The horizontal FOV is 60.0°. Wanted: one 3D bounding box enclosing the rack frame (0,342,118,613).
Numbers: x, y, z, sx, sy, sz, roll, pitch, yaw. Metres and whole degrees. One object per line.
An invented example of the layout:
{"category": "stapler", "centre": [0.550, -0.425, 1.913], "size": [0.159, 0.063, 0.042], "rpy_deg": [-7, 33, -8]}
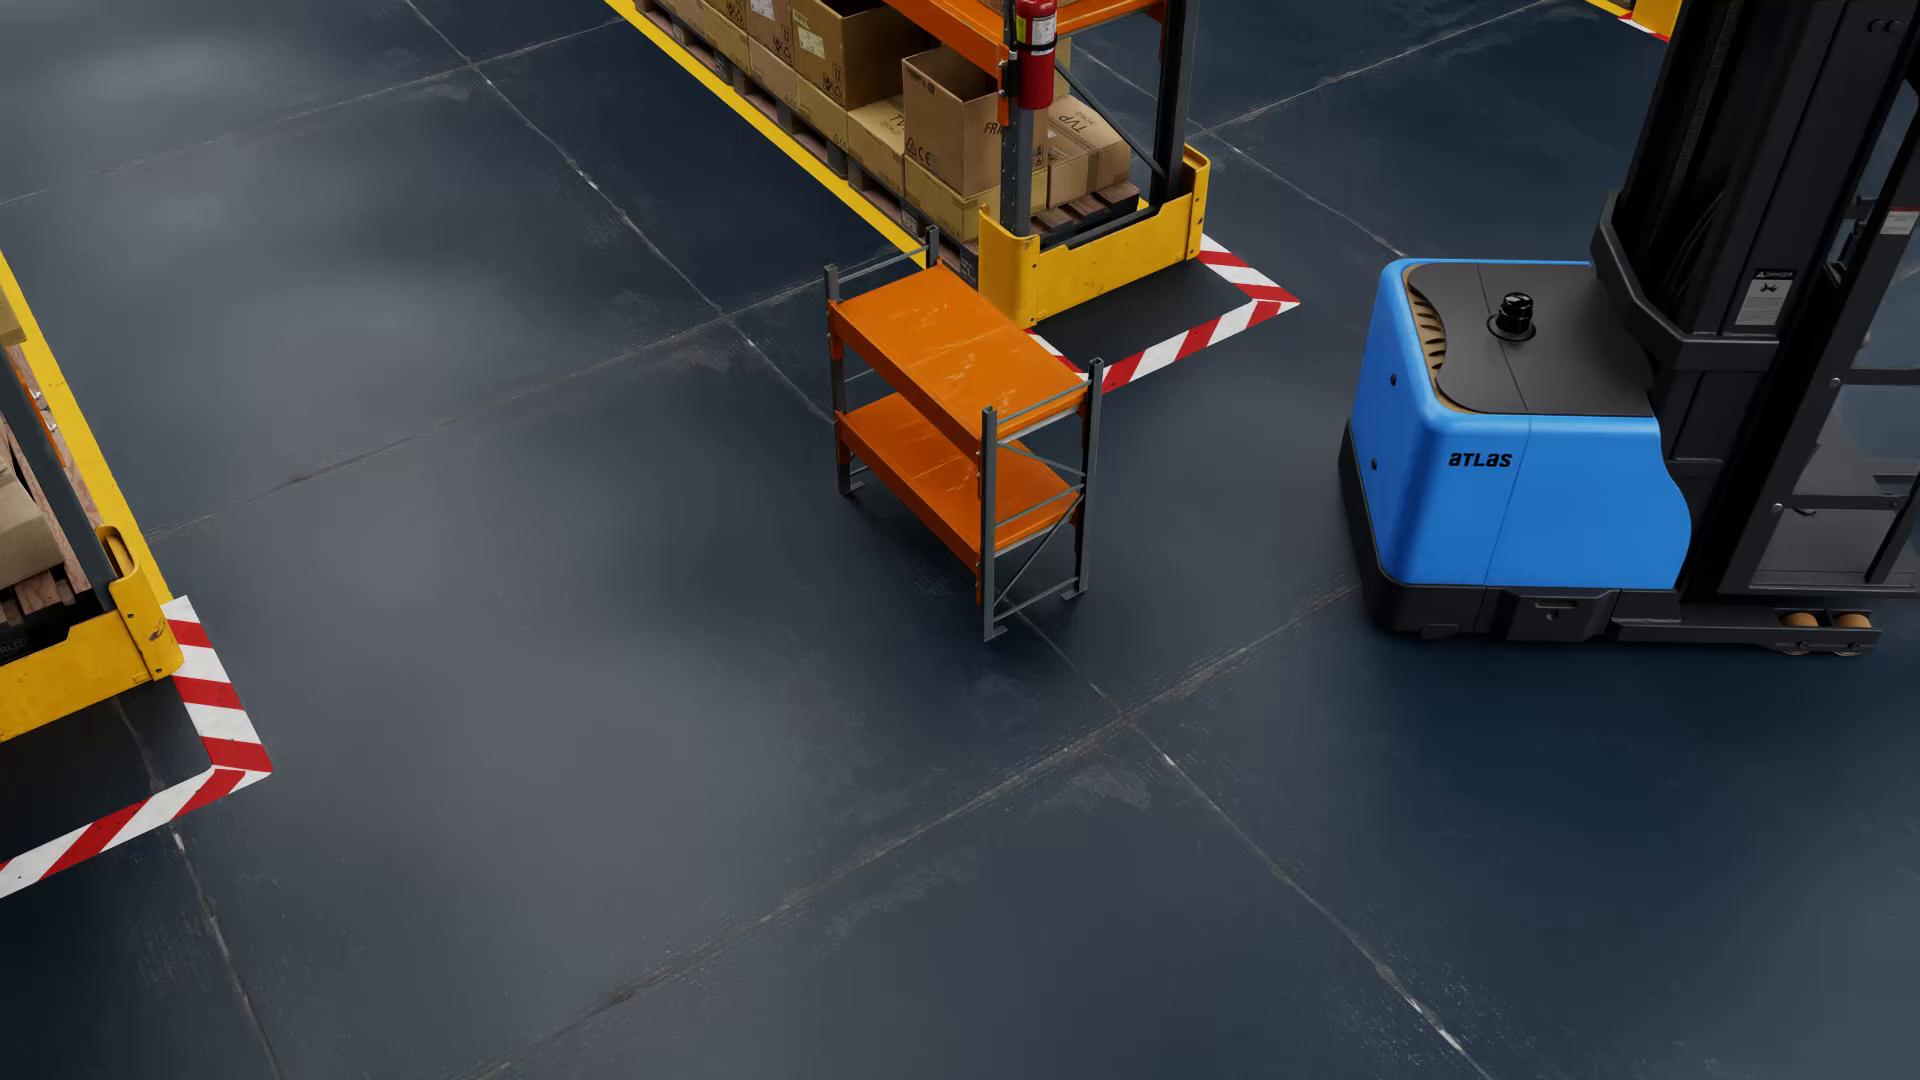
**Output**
{"category": "rack frame", "centre": [-3.436, -0.432, 5.031], "size": [1.000, 3.000, 0.127], "rpy_deg": [-26, 49, -24]}

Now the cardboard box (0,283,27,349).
{"category": "cardboard box", "centre": [-3.455, -0.787, 5.496], "size": [0.500, 0.250, 0.500], "rpy_deg": [-27, 50, -26]}

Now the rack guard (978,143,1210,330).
{"category": "rack guard", "centre": [0.639, -1.474, 7.932], "size": [1.175, 0.500, 0.348], "rpy_deg": [-26, 49, -24]}

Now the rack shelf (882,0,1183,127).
{"category": "rack shelf", "centre": [-0.519, -3.264, 8.518], "size": [1.077, 0.370, 4.000], "rpy_deg": [-26, 49, -24]}

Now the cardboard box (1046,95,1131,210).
{"category": "cardboard box", "centre": [0.501, -1.940, 8.297], "size": [0.500, 0.250, 0.500], "rpy_deg": [-26, 49, -24]}

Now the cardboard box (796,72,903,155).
{"category": "cardboard box", "centre": [-0.508, -2.297, 8.671], "size": [0.500, 0.250, 0.500], "rpy_deg": [-26, 49, -24]}

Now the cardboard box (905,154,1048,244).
{"category": "cardboard box", "centre": [0.076, -1.736, 8.083], "size": [0.500, 0.250, 0.500], "rpy_deg": [-26, 49, -24]}

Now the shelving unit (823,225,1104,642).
{"category": "shelving unit", "centre": [-0.004, -0.411, 6.366], "size": [0.538, 1.125, 1.048], "rpy_deg": [-26, 49, -24]}

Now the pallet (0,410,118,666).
{"category": "pallet", "centre": [-3.915, 0.059, 6.535], "size": [1.003, 0.211, 1.213], "rpy_deg": [-26, 49, -24]}

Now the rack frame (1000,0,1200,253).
{"category": "rack frame", "centre": [0.625, -2.391, 7.083], "size": [1.000, 3.000, 0.127], "rpy_deg": [-26, 49, -24]}

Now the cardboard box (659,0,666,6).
{"category": "cardboard box", "centre": [-1.647, -3.432, 9.860], "size": [0.500, 0.250, 0.500], "rpy_deg": [-26, 49, -24]}

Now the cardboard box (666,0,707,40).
{"category": "cardboard box", "centre": [-1.365, -3.147, 9.561], "size": [0.500, 0.250, 0.500], "rpy_deg": [-26, 49, -24]}

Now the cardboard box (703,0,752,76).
{"category": "cardboard box", "centre": [-1.083, -2.861, 9.262], "size": [0.500, 0.250, 0.500], "rpy_deg": [-26, 49, -24]}

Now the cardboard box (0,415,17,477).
{"category": "cardboard box", "centre": [-4.084, -0.369, 6.593], "size": [0.500, 0.311, 0.500], "rpy_deg": [-22, 48, -21]}

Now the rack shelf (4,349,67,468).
{"category": "rack shelf", "centre": [-4.580, -1.305, 6.466], "size": [1.077, 0.370, 4.000], "rpy_deg": [-26, 49, -24]}

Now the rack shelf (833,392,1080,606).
{"category": "rack shelf", "centre": [-0.004, -0.234, 6.534], "size": [0.538, 0.278, 1.000], "rpy_deg": [-26, 49, -24]}

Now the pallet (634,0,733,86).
{"category": "pallet", "centre": [-1.243, -3.181, 9.929], "size": [1.003, 0.211, 1.213], "rpy_deg": [-26, 49, -24]}

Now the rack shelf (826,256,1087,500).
{"category": "rack shelf", "centre": [-0.004, -0.622, 6.163], "size": [0.538, 0.278, 1.000], "rpy_deg": [-26, 49, -24]}

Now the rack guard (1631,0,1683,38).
{"category": "rack guard", "centre": [4.608, -3.466, 10.019], "size": [1.175, 0.500, 0.348], "rpy_deg": [-26, 49, -24]}

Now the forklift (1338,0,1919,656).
{"category": "forklift", "centre": [3.086, -0.997, 5.672], "size": [3.031, 2.935, 1.130], "rpy_deg": [1, 44, 1]}

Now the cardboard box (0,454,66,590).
{"category": "cardboard box", "centre": [-3.758, -0.046, 6.255], "size": [0.500, 0.311, 0.500], "rpy_deg": [-31, 52, -29]}

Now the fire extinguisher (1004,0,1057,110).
{"category": "fire extinguisher", "centre": [0.312, -2.113, 6.847], "size": [0.296, 0.674, 0.183], "rpy_deg": [-26, 49, -24]}

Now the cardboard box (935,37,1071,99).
{"category": "cardboard box", "centre": [0.213, -2.494, 8.334], "size": [0.500, 0.500, 0.500], "rpy_deg": [-26, 49, -24]}

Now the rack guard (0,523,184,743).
{"category": "rack guard", "centre": [-3.479, 0.429, 5.939], "size": [1.175, 0.500, 0.348], "rpy_deg": [-26, 49, -24]}

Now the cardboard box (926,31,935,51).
{"category": "cardboard box", "centre": [-0.084, -2.772, 8.626], "size": [0.500, 0.500, 0.500], "rpy_deg": [-26, 49, -24]}

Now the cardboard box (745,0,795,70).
{"category": "cardboard box", "centre": [-0.795, -2.850, 8.708], "size": [0.500, 0.500, 0.500], "rpy_deg": [-26, 49, -24]}

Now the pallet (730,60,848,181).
{"category": "pallet", "centre": [-0.541, -2.490, 9.205], "size": [1.003, 0.211, 1.213], "rpy_deg": [-26, 49, -24]}

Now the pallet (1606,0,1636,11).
{"category": "pallet", "centre": [4.147, -3.824, 10.603], "size": [1.003, 0.211, 1.213], "rpy_deg": [-26, 49, -24]}

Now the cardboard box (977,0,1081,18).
{"category": "cardboard box", "centre": [0.368, -2.697, 7.330], "size": [0.700, 0.500, 0.500], "rpy_deg": [-26, 49, -24]}

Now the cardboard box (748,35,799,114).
{"category": "cardboard box", "centre": [-0.792, -2.581, 8.968], "size": [0.500, 0.250, 0.500], "rpy_deg": [-26, 49, -24]}

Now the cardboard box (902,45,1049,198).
{"category": "cardboard box", "centre": [0.074, -2.006, 7.823], "size": [0.500, 0.500, 0.500], "rpy_deg": [-26, 49, -24]}

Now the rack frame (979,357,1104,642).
{"category": "rack frame", "centre": [0.287, -0.123, 6.064], "size": [0.500, 1.125, 0.032], "rpy_deg": [-26, 49, -24]}

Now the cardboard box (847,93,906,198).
{"category": "cardboard box", "centre": [-0.220, -2.014, 8.375], "size": [0.500, 0.250, 0.500], "rpy_deg": [-26, 49, -24]}

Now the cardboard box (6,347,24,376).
{"category": "cardboard box", "centre": [-4.463, -0.873, 6.984], "size": [0.700, 0.500, 0.500], "rpy_deg": [-29, 51, -27]}

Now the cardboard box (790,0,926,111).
{"category": "cardboard box", "centre": [-0.510, -2.567, 8.410], "size": [0.500, 0.500, 0.500], "rpy_deg": [-26, 49, -24]}

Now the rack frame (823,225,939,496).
{"category": "rack frame", "centre": [-0.295, -0.699, 6.667], "size": [0.500, 1.125, 0.032], "rpy_deg": [-26, 49, -24]}

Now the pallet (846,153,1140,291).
{"category": "pallet", "centre": [0.153, -1.799, 8.482], "size": [1.003, 0.211, 1.213], "rpy_deg": [-26, 49, -24]}

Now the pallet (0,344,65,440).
{"category": "pallet", "centre": [-4.609, -0.631, 7.258], "size": [1.003, 0.211, 1.213], "rpy_deg": [-26, 49, -24]}

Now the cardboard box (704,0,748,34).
{"category": "cardboard box", "centre": [-1.083, -3.133, 9.003], "size": [0.500, 0.500, 0.500], "rpy_deg": [-26, 49, -24]}

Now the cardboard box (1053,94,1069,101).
{"category": "cardboard box", "centre": [0.211, -2.222, 8.592], "size": [0.500, 0.250, 0.500], "rpy_deg": [-26, 49, -24]}
